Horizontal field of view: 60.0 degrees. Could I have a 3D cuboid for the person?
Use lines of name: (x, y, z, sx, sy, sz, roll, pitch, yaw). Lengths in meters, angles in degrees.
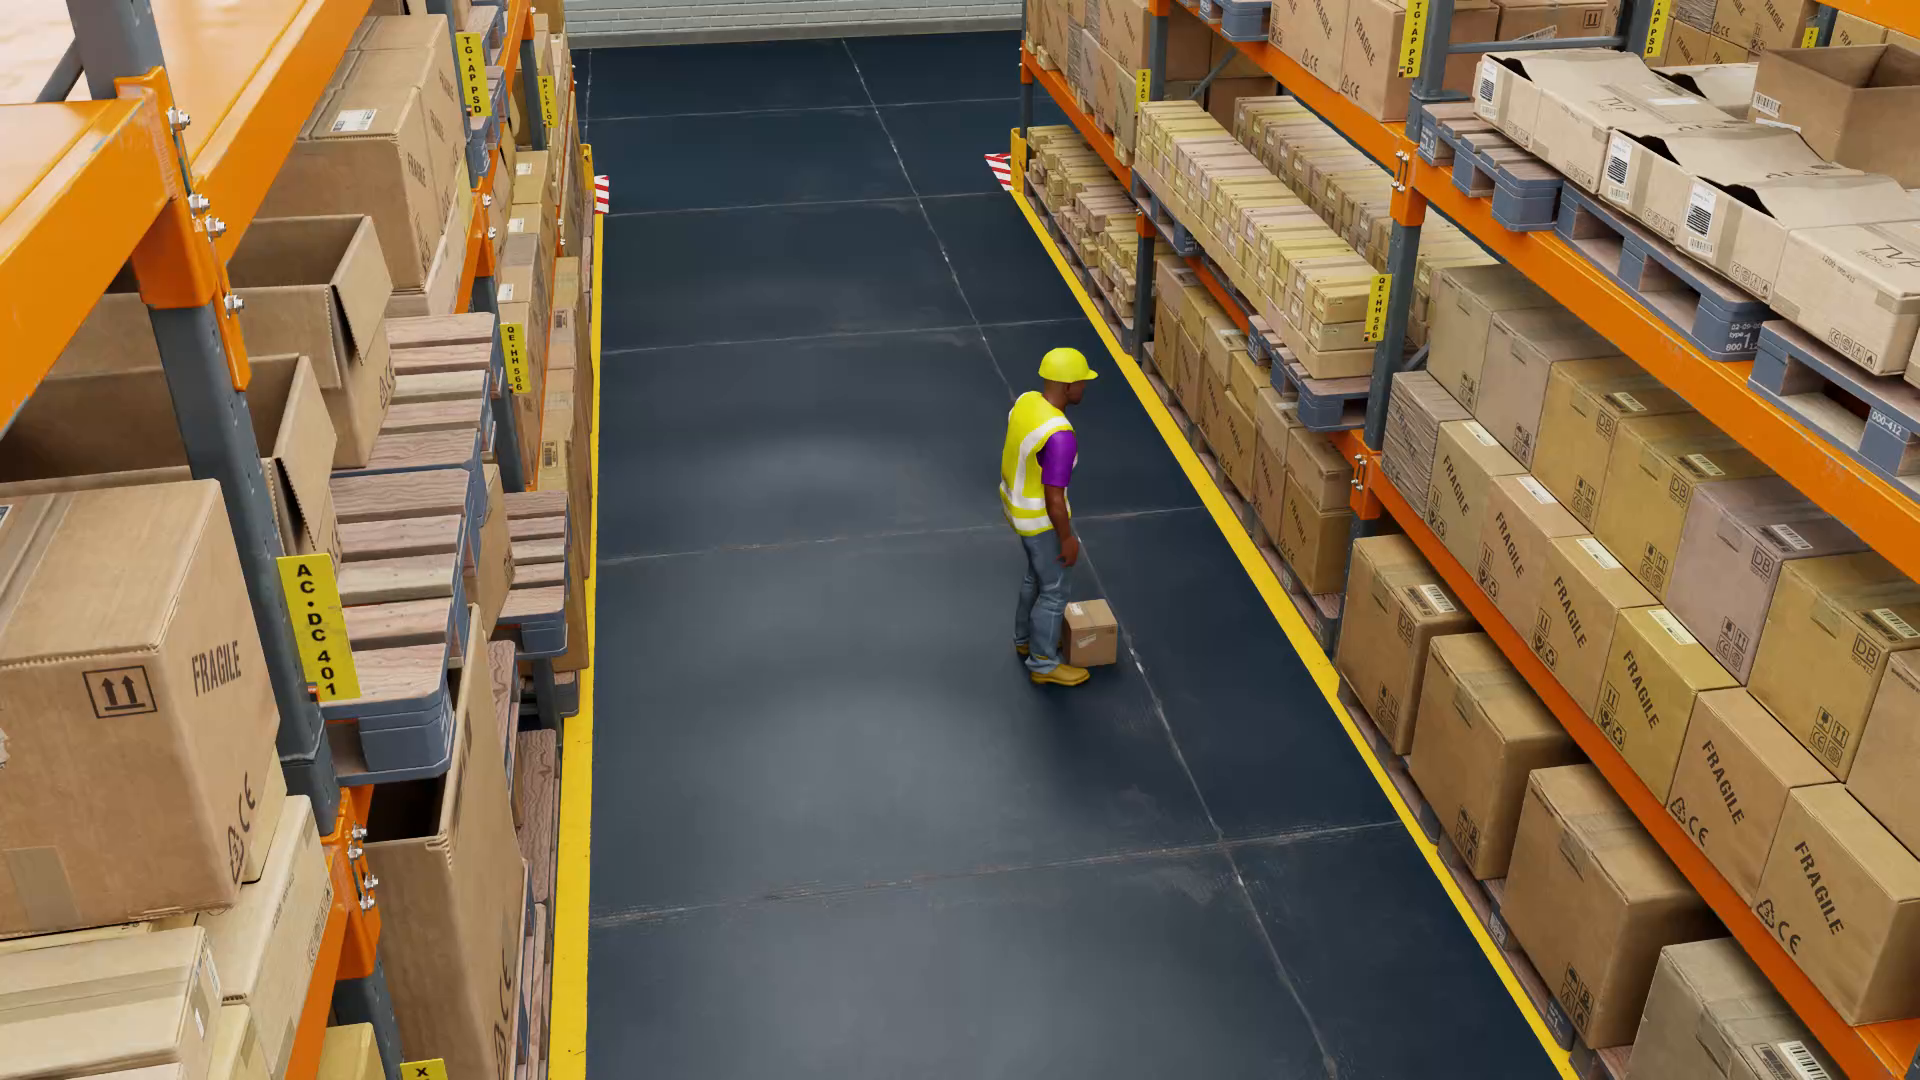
person: (0.444, -0.134, 8.348, 0.462, 1.759, 0.632, -7, 31, -12)
